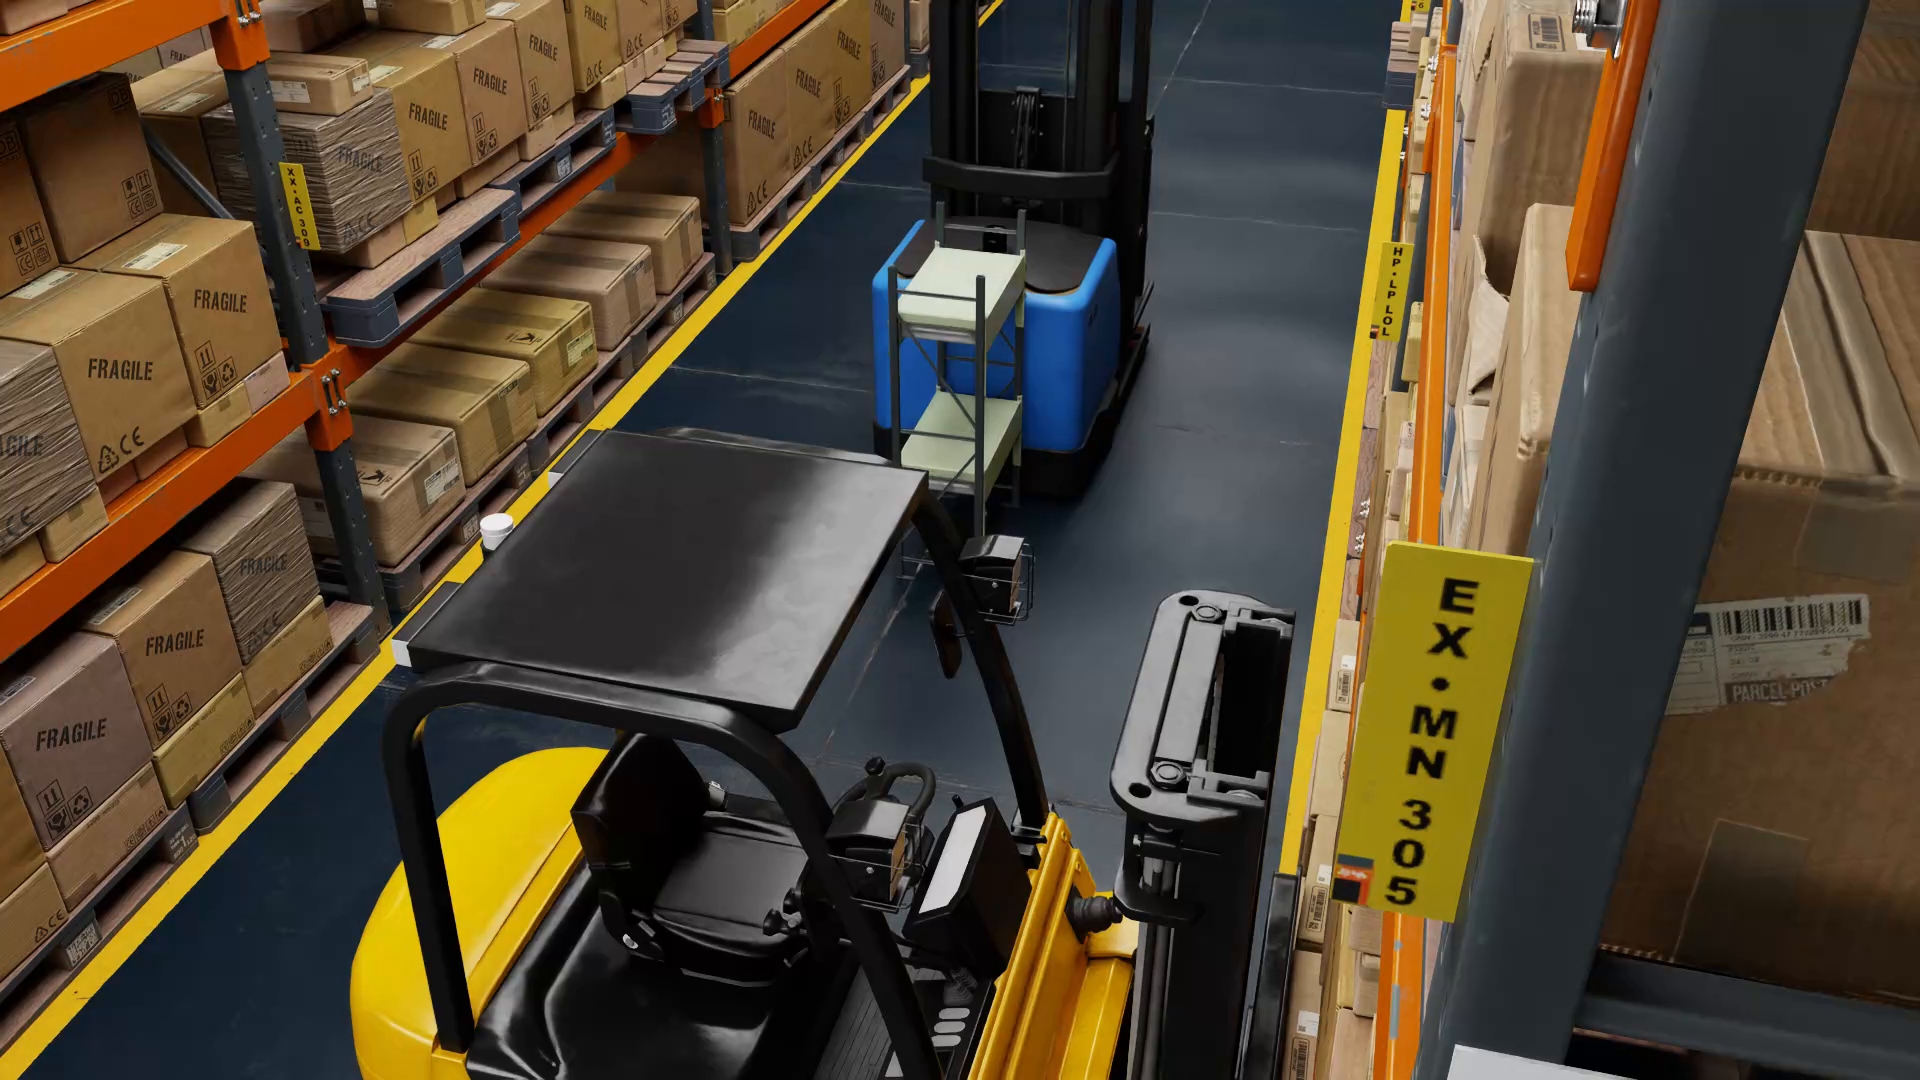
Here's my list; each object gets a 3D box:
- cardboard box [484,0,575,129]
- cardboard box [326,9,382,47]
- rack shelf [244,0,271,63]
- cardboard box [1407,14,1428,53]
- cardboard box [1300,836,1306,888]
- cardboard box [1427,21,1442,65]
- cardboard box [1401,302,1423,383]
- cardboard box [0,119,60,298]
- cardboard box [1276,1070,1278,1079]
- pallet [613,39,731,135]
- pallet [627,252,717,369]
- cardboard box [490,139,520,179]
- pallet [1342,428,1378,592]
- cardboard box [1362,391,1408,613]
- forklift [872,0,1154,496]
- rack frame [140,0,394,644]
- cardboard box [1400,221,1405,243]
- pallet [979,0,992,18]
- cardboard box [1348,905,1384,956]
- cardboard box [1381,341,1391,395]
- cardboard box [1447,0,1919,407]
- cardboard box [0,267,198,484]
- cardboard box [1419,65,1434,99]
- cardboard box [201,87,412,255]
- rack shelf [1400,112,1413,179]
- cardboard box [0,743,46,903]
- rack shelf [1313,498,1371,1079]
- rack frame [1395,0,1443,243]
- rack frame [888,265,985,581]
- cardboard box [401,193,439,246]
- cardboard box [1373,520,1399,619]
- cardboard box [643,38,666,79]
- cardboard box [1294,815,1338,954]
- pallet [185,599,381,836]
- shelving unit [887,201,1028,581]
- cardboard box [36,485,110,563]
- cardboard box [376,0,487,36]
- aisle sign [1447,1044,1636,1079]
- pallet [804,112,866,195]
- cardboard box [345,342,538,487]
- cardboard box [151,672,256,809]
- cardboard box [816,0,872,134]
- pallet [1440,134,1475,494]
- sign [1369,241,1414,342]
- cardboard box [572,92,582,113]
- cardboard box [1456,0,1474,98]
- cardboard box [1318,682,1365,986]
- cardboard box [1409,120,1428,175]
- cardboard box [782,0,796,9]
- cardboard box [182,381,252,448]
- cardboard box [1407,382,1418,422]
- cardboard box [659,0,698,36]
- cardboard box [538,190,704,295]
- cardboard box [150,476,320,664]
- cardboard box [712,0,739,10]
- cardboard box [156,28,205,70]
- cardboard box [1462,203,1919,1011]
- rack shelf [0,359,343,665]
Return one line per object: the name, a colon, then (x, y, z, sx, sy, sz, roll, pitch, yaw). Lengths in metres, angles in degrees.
cardboard box: (-2.152, -2.250, 7.731, 0.500, 0.500, 0.500, 7, 33, 10)
cardboard box: (-2.777, -2.058, 7.429, 0.500, 0.500, 0.500, 9, 34, 14)
rack shelf: (-2.426, -2.918, 7.418, 1.077, 0.370, 4.000, 8, 33, 12)
cardboard box: (2.679, -2.784, 9.176, 0.380, 0.149, 0.250, 9, 33, 13)
cardboard box: (1.311, 1.211, 5.221, 0.500, 0.250, 0.500, 7, 33, 11)
cardboard box: (2.451, -2.371, 7.986, 0.380, 0.149, 0.250, 9, 33, 13)
cardboard box: (1.500, -0.560, 4.860, 0.380, 0.149, 0.250, 9, 33, 13)
cardboard box: (-3.406, -1.046, 5.298, 0.700, 0.500, 0.500, 8, 33, 13)
cardboard box: (1.053, 1.520, 4.268, 0.500, 0.250, 0.500, 8, 33, 12)
pallet: (-1.996, -2.528, 9.109, 1.213, 0.211, 1.003, 8, 33, 12)
pallet: (-2.118, -1.411, 9.773, 1.003, 0.211, 1.213, 8, 33, 12)
cardboard box: (-2.248, -1.774, 7.588, 0.380, 0.149, 0.250, 8, 33, 13)
pallet: (2.325, -0.090, 7.694, 1.003, 0.211, 1.213, 8, 33, 12)
cardboard box: (1.503, -0.091, 5.004, 0.500, 0.500, 0.500, 7, 33, 11)
forklift: (0.450, -2.230, 8.526, 1.130, 2.935, 3.031, 8, 33, 13)
rack frame: (-2.934, -0.918, 6.397, 1.000, 3.000, 0.127, 8, 33, 12)
cardboard box: (1.869, -0.949, 6.121, 0.500, 0.250, 0.500, 7, 33, 11)
pallet: (-0.327, -4.911, 15.279, 1.003, 0.211, 1.213, 8, 33, 12)
cardboard box: (0.907, 0.635, 2.980, 0.380, 0.149, 0.250, 9, 33, 14)
cardboard box: (1.865, -0.739, 6.257, 0.500, 0.250, 0.500, 8, 33, 12)
cardboard box: (1.087, -0.476, 2.329, 0.700, 0.500, 0.500, 8, 33, 13)
cardboard box: (-2.930, -0.553, 5.453, 0.500, 0.500, 0.500, 9, 34, 14)
cardboard box: (2.406, -2.010, 7.790, 0.500, 0.250, 0.500, 9, 34, 14)
cardboard box: (-2.537, -1.467, 6.499, 0.500, 0.500, 0.500, 9, 33, 14)
rack shelf: (3.391, -3.054, 10.428, 1.077, 0.370, 4.000, 8, 33, 12)
cardboard box: (-3.208, 0.900, 5.010, 0.500, 0.500, 0.500, 9, 33, 13)
rack shelf: (1.361, 1.098, 3.898, 1.077, 0.370, 4.000, 8, 33, 12)
rack frame: (2.883, -2.319, 8.603, 1.000, 3.000, 0.127, 8, 33, 12)
rack frame: (-0.095, -0.439, 7.043, 0.400, 1.500, 0.023, 8, 33, 12)
cardboard box: (-2.416, -1.361, 6.938, 0.380, 0.149, 0.250, 9, 33, 13)
cardboard box: (1.227, 0.097, 4.103, 0.380, 0.149, 0.250, 8, 33, 12)
cardboard box: (-1.793, -2.577, 8.850, 0.380, 0.149, 0.250, 8, 33, 12)
cardboard box: (1.187, 1.050, 4.543, 0.500, 0.250, 0.500, 9, 34, 14)
pallet: (-3.070, 0.613, 6.590, 1.003, 0.211, 1.213, 8, 33, 12)
shelving unit: (-0.002, -0.629, 7.342, 0.431, 1.500, 0.755, 8, 33, 12)
cardboard box: (-2.975, -0.076, 5.307, 0.380, 0.149, 0.250, 8, 33, 12)
cardboard box: (-2.296, -2.310, 7.221, 0.380, 0.149, 0.250, 10, 34, 15)
aisle sign: (0.553, 0.729, 1.384, 0.394, 0.787, 0.004, 8, 33, 12)
pallet: (-1.334, -2.846, 12.031, 1.003, 0.211, 1.213, 8, 33, 12)
cardboard box: (-2.624, -0.632, 8.006, 0.950, 0.372, 0.625, 10, 34, 15)
cardboard box: (-2.949, 0.687, 6.045, 0.500, 0.250, 0.500, 7, 33, 11)
cardboard box: (-1.205, -3.547, 12.123, 0.875, 0.875, 0.875, 9, 34, 14)
pallet: (1.365, -0.395, 2.862, 1.003, 0.211, 1.213, 8, 33, 12)
sign: (1.341, -0.768, 5.156, 0.100, 0.325, 0.005, 8, 33, 12)
cardboard box: (-2.107, -2.189, 8.240, 0.380, 0.149, 0.250, 8, 33, 13)
cardboard box: (1.266, -1.033, 3.532, 0.380, 0.149, 0.250, 9, 34, 14)
cardboard box: (1.111, 0.702, 3.756, 0.500, 0.500, 0.500, 8, 33, 13)
cardboard box: (2.028, -1.582, 6.745, 0.380, 0.149, 0.250, 7, 33, 11)
cardboard box: (-1.299, -3.690, 10.898, 0.500, 0.250, 0.500, 9, 34, 14)
cardboard box: (-2.777, -0.473, 5.932, 0.380, 0.149, 0.250, 9, 33, 13)
cardboard box: (1.533, -0.430, 4.933, 0.380, 0.149, 0.250, 8, 33, 12)
cardboard box: (-1.765, -3.064, 9.013, 0.500, 0.500, 0.500, 7, 33, 11)
cardboard box: (-2.072, -1.770, 9.796, 0.950, 0.372, 0.625, 6, 33, 9)
cardboard box: (-2.824, 0.093, 6.281, 0.500, 0.500, 0.500, 8, 33, 12)
cardboard box: (-1.551, -3.370, 9.929, 0.500, 0.250, 0.500, 8, 33, 12)
cardboard box: (-6.056, -3.598, 12.552, 0.500, 0.500, 0.500, 7, 33, 11)
cardboard box: (0.730, 0.042, 1.515, 0.500, 0.500, 0.500, 9, 34, 14)
rack shelf: (-3.441, 0.424, 4.958, 1.077, 0.370, 4.000, 8, 33, 12)
